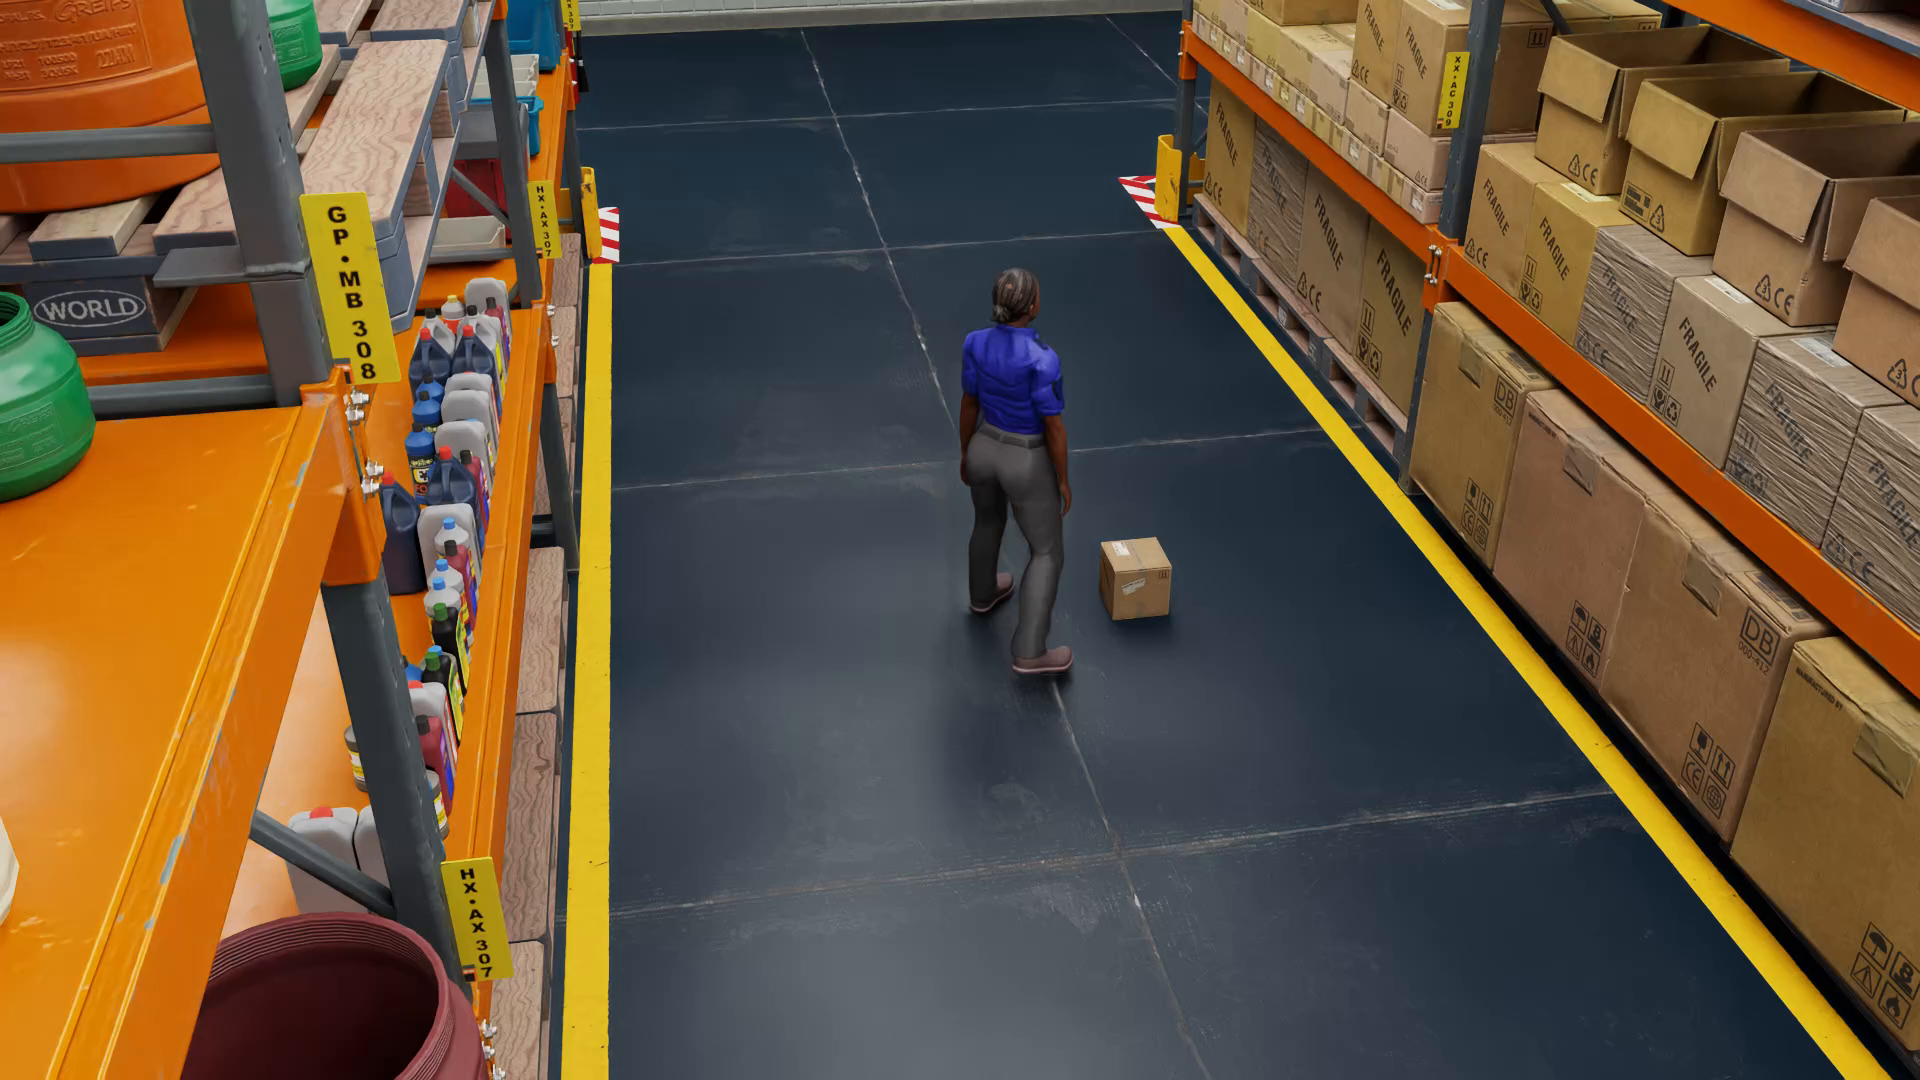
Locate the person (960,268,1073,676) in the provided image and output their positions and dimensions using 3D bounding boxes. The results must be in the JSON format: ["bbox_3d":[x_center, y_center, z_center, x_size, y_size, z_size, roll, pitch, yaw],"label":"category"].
[{"bbox_3d":[0.249,-0.293,6.609,0.639,1.636,0.681,18,35,28],"label":"person"}]
